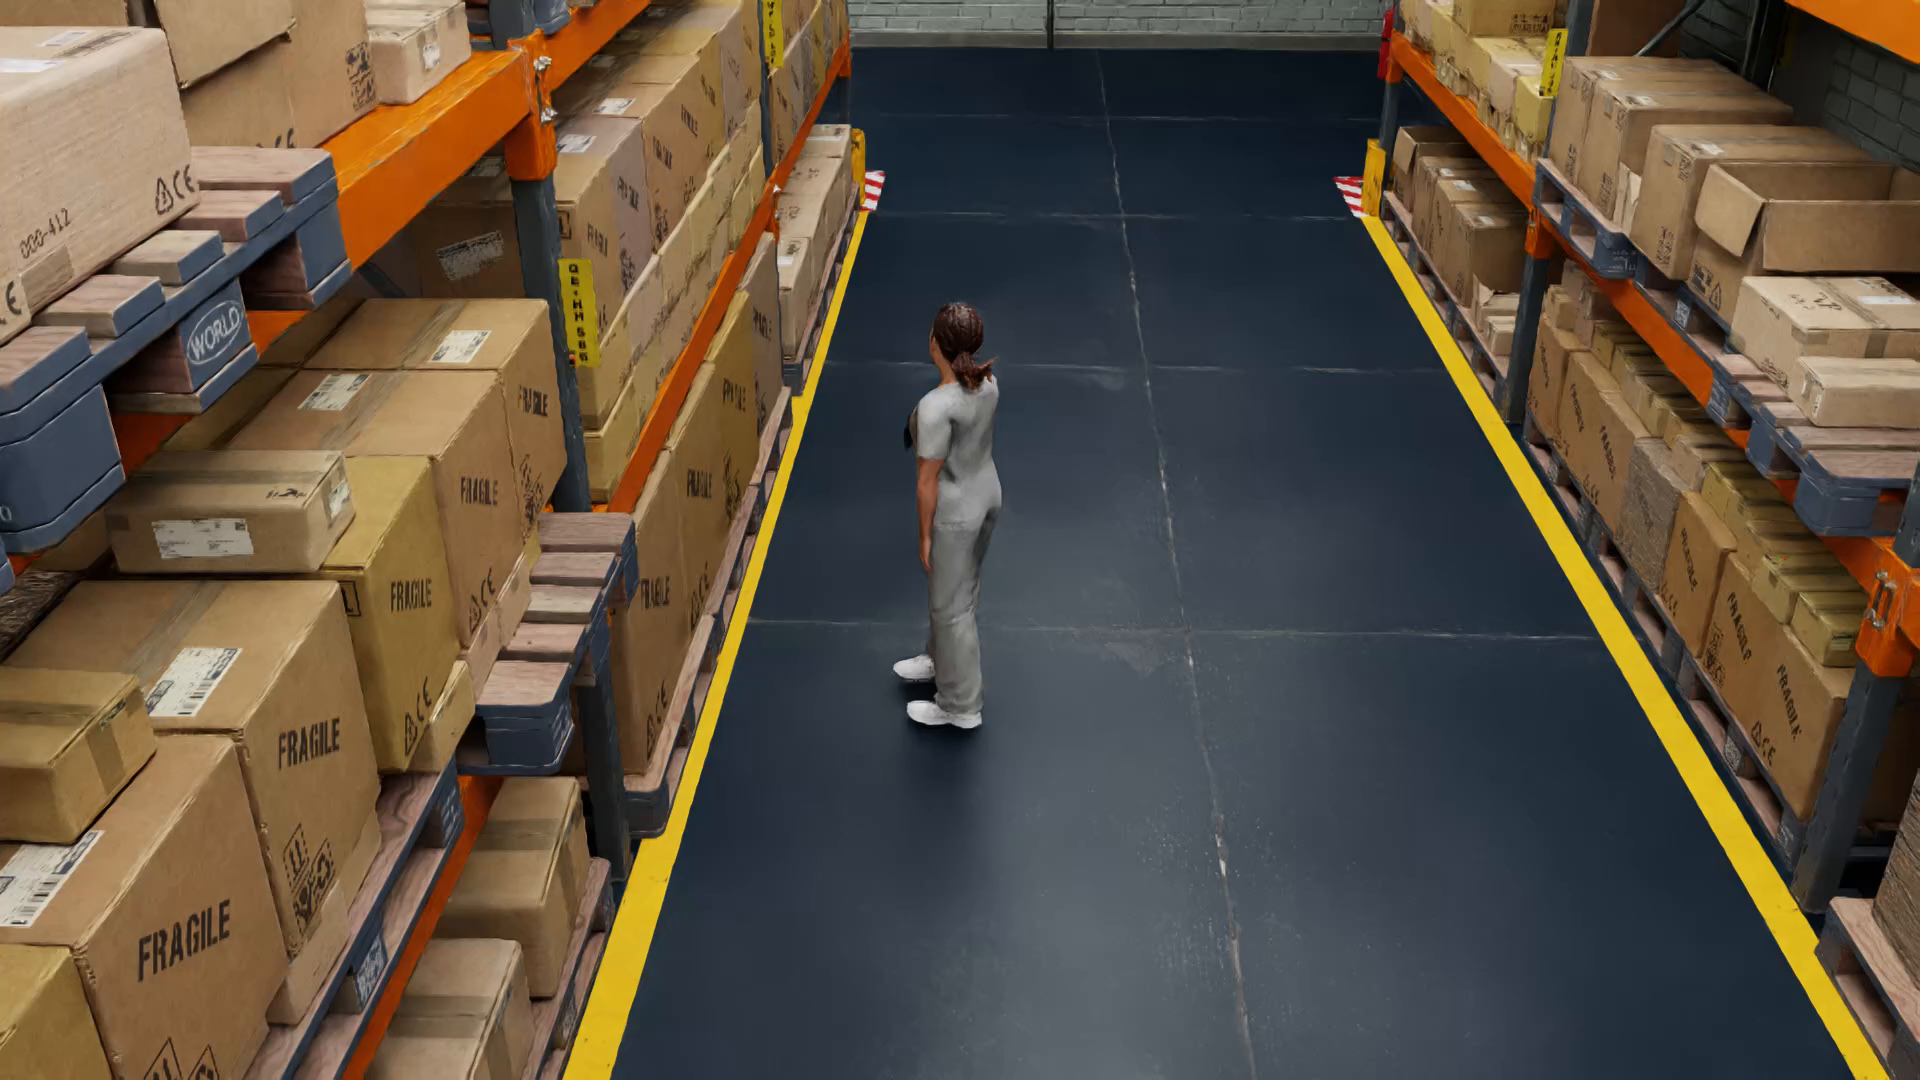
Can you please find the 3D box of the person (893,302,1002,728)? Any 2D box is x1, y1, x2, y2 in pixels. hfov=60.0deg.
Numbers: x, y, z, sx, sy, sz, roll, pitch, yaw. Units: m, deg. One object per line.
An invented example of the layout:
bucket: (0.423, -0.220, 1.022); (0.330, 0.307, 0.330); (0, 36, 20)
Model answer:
person: (-0.074, -0.102, 6.269); (0.482, 1.675, 0.471); (16, 32, 28)
